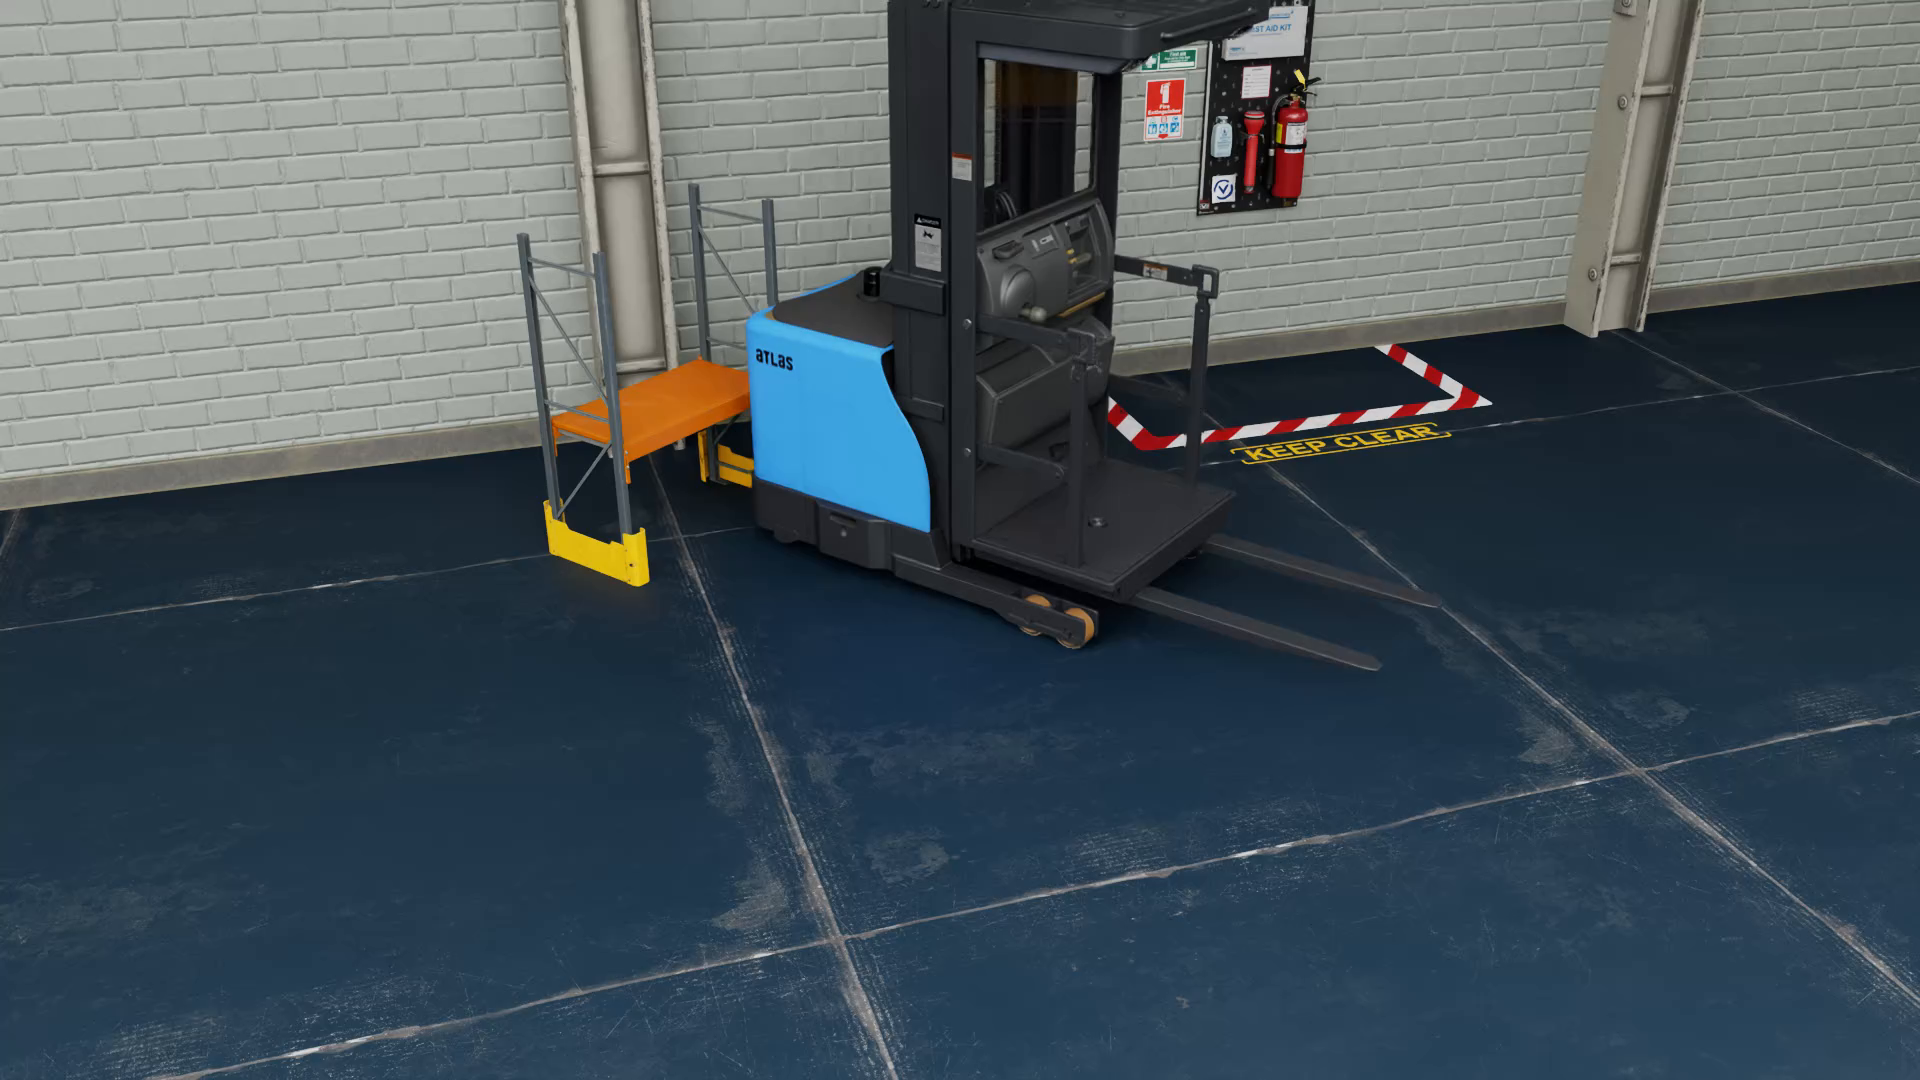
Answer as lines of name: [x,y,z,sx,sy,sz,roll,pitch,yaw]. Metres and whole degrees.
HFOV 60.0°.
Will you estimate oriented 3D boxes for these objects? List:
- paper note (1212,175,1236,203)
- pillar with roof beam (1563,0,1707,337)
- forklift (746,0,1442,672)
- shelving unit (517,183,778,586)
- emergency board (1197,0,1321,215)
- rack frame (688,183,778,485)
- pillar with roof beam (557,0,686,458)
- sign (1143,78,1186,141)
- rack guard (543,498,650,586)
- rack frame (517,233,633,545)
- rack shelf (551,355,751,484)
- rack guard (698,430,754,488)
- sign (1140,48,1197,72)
paper note: [1.483,-1.972,9.340,0.142,0.148,0.016,-8,28,-16]
pillar with roof beam: [5.367,-3.553,4.787,0.400,9.000,9.100,-8,28,-16]
forklift: [0.531,-1.132,6.735,3.031,2.935,1.130,18,31,31]
shelving unit: [-1.340,-0.734,7.542,0.587,1.500,1.083,18,32,32]
emergency board: [1.672,-2.362,9.134,0.643,1.169,0.194,-8,28,-16]
rack frame: [-1.047,-0.914,7.904,0.500,1.500,0.032,18,32,32]
pillar with roof beam: [-0.338,-2.727,3.123,0.400,9.000,9.100,-8,28,-16]
sign: [1.115,-2.345,9.061,0.234,0.329,0.001,-8,28,-16]
rack guard: [-1.632,0.005,7.458,0.587,0.250,0.087,18,32,32]
rack frame: [-1.644,-0.548,7.166,0.500,1.500,0.032,18,32,32]
rack shelf: [-1.346,-0.570,7.615,0.538,0.185,1.000,18,32,32]
rack guard: [-1.048,-0.354,8.181,0.587,0.250,0.087,18,32,32]
sign: [1.122,-2.580,8.937,0.331,0.109,0.001,-8,28,-16]
